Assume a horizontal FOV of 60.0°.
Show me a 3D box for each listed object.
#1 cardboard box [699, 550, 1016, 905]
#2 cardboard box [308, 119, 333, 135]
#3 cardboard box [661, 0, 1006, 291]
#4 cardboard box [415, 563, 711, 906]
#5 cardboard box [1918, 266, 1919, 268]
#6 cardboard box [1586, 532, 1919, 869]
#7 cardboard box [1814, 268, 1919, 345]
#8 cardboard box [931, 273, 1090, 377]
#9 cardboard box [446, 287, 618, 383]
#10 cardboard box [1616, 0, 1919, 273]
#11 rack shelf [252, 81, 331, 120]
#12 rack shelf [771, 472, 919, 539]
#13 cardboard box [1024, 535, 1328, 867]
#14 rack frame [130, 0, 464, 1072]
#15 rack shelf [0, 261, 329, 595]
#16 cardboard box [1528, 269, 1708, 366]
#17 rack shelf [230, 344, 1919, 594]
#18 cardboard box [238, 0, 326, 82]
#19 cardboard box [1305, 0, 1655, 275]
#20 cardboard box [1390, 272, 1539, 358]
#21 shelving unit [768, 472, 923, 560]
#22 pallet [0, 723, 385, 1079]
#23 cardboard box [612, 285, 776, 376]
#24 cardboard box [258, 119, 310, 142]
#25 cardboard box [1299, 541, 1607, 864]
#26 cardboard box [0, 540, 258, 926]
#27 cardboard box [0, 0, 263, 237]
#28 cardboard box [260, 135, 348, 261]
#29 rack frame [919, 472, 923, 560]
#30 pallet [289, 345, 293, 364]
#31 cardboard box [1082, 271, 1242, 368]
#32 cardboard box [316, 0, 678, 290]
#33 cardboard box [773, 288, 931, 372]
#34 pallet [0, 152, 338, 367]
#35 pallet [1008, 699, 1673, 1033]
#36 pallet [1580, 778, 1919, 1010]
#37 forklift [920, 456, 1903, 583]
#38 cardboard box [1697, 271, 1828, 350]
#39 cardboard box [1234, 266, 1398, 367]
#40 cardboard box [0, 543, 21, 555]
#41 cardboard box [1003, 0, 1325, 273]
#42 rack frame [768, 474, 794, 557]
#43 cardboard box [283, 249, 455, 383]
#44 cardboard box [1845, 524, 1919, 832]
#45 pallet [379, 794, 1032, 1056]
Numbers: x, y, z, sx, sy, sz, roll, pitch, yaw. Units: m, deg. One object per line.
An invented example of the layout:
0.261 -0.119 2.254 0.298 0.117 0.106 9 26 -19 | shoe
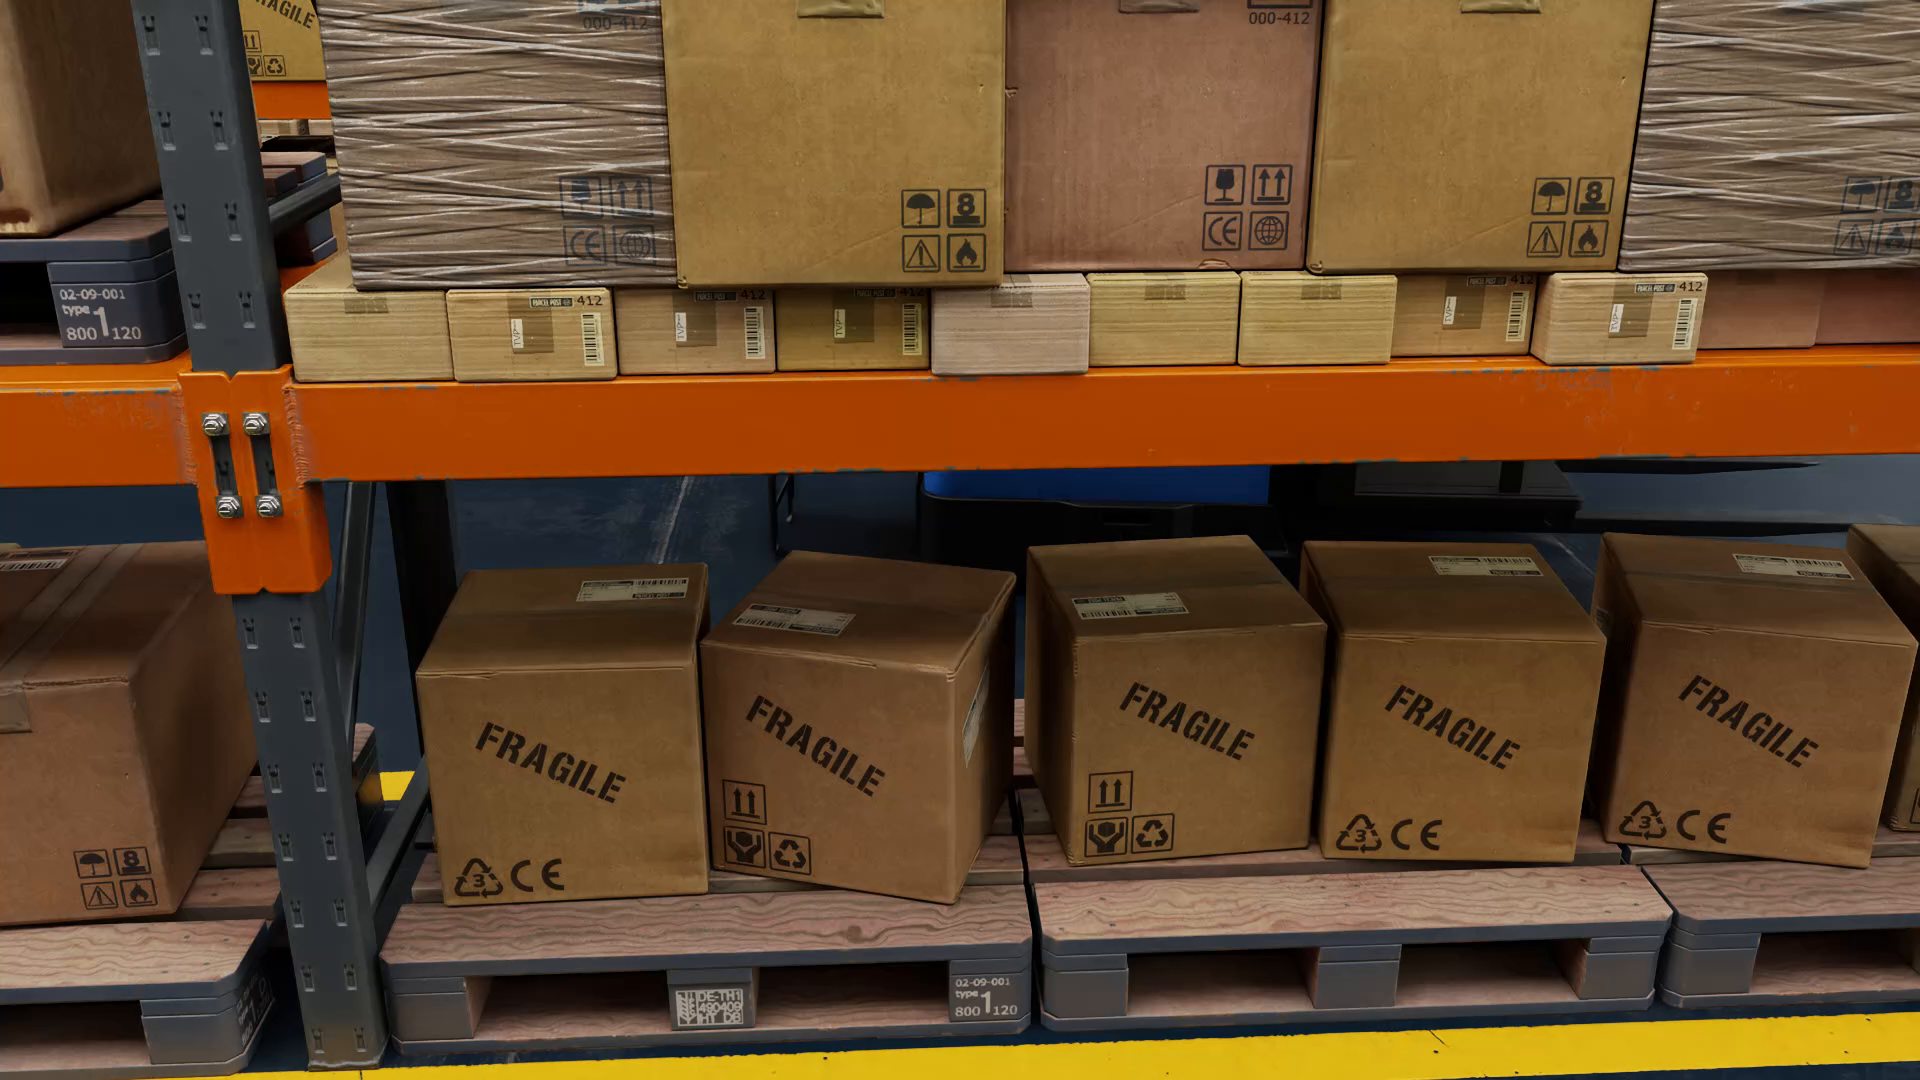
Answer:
-0.188 0.361 3.381 0.500 0.500 0.500 5 22 14 | cardboard box
-4.420 -3.036 12.483 0.625 0.372 0.950 -2 21 -4 | cardboard box
-0.207 -0.774 2.879 0.500 0.500 0.875 -1 21 -3 | cardboard box
-0.760 0.375 3.344 0.500 0.500 0.500 -2 21 -5 | cardboard box
1.789 -0.816 2.990 0.500 0.500 0.875 -1 21 -3 | cardboard box
1.613 0.319 3.491 0.500 0.500 0.500 4 21 11 | cardboard box
1.561 -0.470 2.992 0.250 0.149 0.380 -1 21 -3 | cardboard box
0.070 -0.398 2.803 0.250 0.149 0.380 -1 21 -3 | cardboard box
-0.679 -0.384 2.766 0.250 0.149 0.380 -1 21 -3 | cardboard box
1.288 -0.821 3.004 0.500 0.500 0.875 -1 21 -3 | cardboard box
-3.340 -1.990 7.644 4.000 0.370 1.077 -1 21 -3 | rack shelf
-0.359 -0.324 5.527 0.480 0.518 0.431 1 21 3 | rack shelf
0.427 0.320 3.488 0.500 0.500 0.500 -3 21 -8 | cardboard box
-1.161 -0.603 2.990 0.127 3.000 1.000 -1 21 -3 | rack frame
-3.158 -0.226 3.011 4.000 0.370 1.077 -1 21 -3 | rack shelf
1.068 -0.420 2.862 0.250 0.149 0.380 -1 21 -3 | cardboard box
0.836 -0.308 3.224 4.000 0.370 1.077 -1 21 -3 | rack shelf
-2.858 -2.288 7.274 0.500 0.500 0.500 -1 21 -2 | cardboard box
0.788 -0.815 2.988 0.500 0.500 0.875 -1 21 -3 | cardboard box
0.814 -0.440 2.913 0.250 0.149 0.380 -1 21 -3 | cardboard box
-0.360 -0.991 5.273 0.503 2.100 0.431 1 21 3 | shelving unit
-1.938 0.716 3.443 1.213 0.211 1.003 -1 21 -3 | pallet
-0.431 -0.399 2.805 0.250 0.149 0.380 -1 21 -3 | cardboard box
-5.156 -3.018 12.436 0.625 0.372 0.950 -3 21 -7 | cardboard box
0.987 0.325 3.476 0.500 0.500 0.500 1 21 2 | cardboard box
-1.775 0.364 3.343 0.500 0.500 0.700 -3 21 -7 | cardboard box
-1.962 -1.113 2.896 1.000 1.000 1.000 -1 21 -3 | cardboard box
-2.921 -1.449 7.783 0.750 0.750 1.050 -1 21 -3 | cardboard box
-0.116 -0.986 5.259 0.015 2.100 0.400 1 21 3 | rack frame
-3.330 -0.996 7.940 1.213 0.211 1.003 -1 21 -3 | pallet
0.317 -0.417 2.855 0.250 0.149 0.380 -1 21 -3 | cardboard box
-0.708 -0.776 2.885 0.500 0.500 0.875 -1 21 -3 | cardboard box
-0.182 -0.407 2.828 0.250 0.149 0.380 -1 21 -3 | cardboard box
-1.933 -0.550 3.119 1.213 0.211 1.003 -1 21 -3 | pallet
0.728 0.648 3.622 1.213 0.211 1.003 -1 21 -3 | pallet
1.943 0.624 3.685 1.213 0.211 1.003 -1 21 -3 | pallet
1.414 -1.359 5.071 3.031 2.935 1.130 1 21 3 | forklift
1.312 -0.457 2.958 0.250 0.149 0.380 -1 21 -3 | cardboard box
0.567 -0.419 2.858 0.250 0.149 0.380 -1 21 -3 | cardboard box
-2.253 0.367 3.335 0.500 0.500 0.700 -1 21 -3 | cardboard box
0.286 -0.820 3.000 0.500 0.500 0.875 -1 21 -3 | cardboard box
-0.603 -0.996 5.286 0.015 2.100 0.400 1 21 3 | rack frame
-0.929 -0.383 2.765 0.250 0.149 0.380 -1 21 -3 | cardboard box
2.208 0.294 3.555 0.500 0.500 0.500 3 21 7 | cardboard box
-0.493 0.674 3.555 1.213 0.211 1.003 -1 21 -3 | pallet
